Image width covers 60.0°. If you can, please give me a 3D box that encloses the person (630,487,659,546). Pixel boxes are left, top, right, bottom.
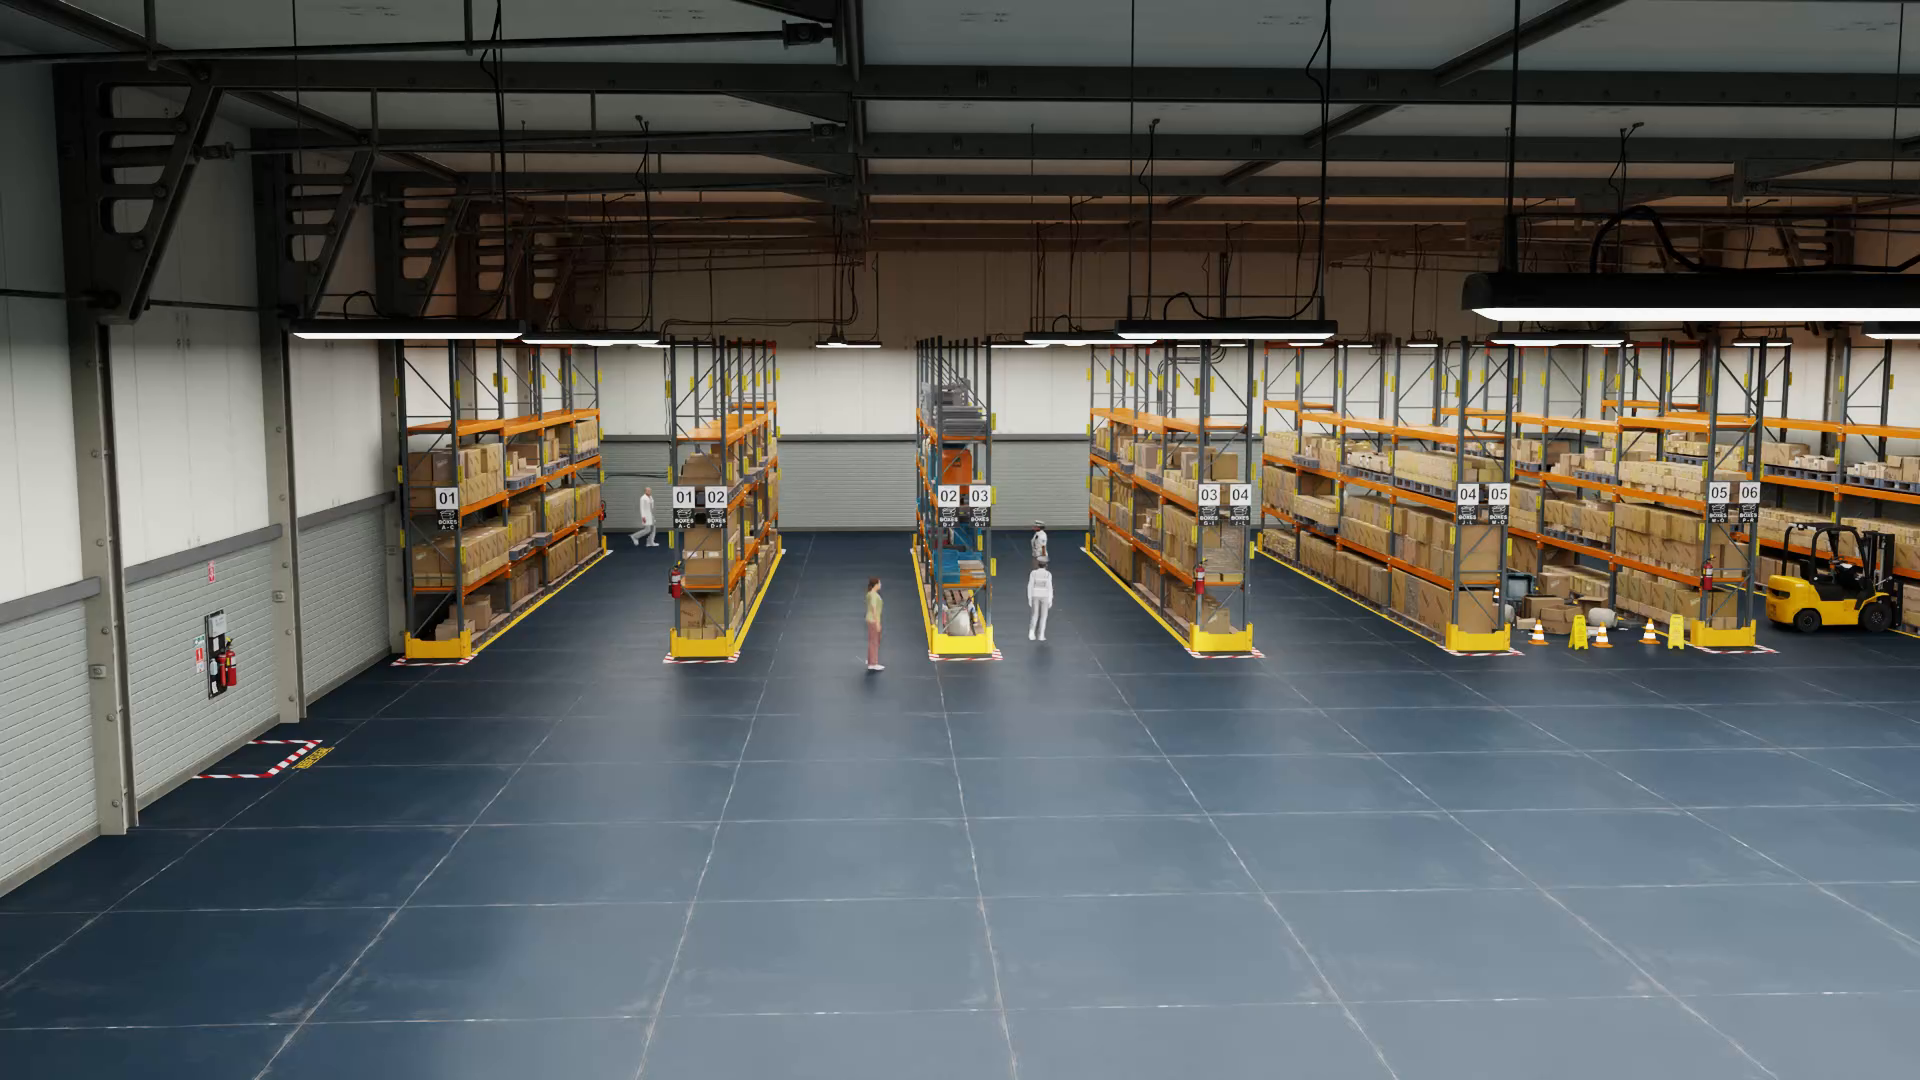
[{"bbox_3d":[-9.209,-0.682,48.612,0.783,1.747,0.625,0,7,4],"label":"person"}]

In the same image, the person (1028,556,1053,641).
[{"bbox_3d":[1.574,1.166,32.723,0.491,1.672,0.509,3,7,23],"label":"person"}]

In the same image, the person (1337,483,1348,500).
[{"bbox_3d":[11.955,-0.990,51.860,0.885,1.622,0.488,-2,7,-13],"label":"person"}]

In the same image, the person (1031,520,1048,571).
[{"bbox_3d":[1.737,0.394,36.937,0.404,1.680,0.509,-2,7,-18],"label":"person"}]

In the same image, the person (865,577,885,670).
[{"bbox_3d":[-1.541,1.520,30.014,0.326,1.727,0.541,-1,7,-11],"label":"person"}]
